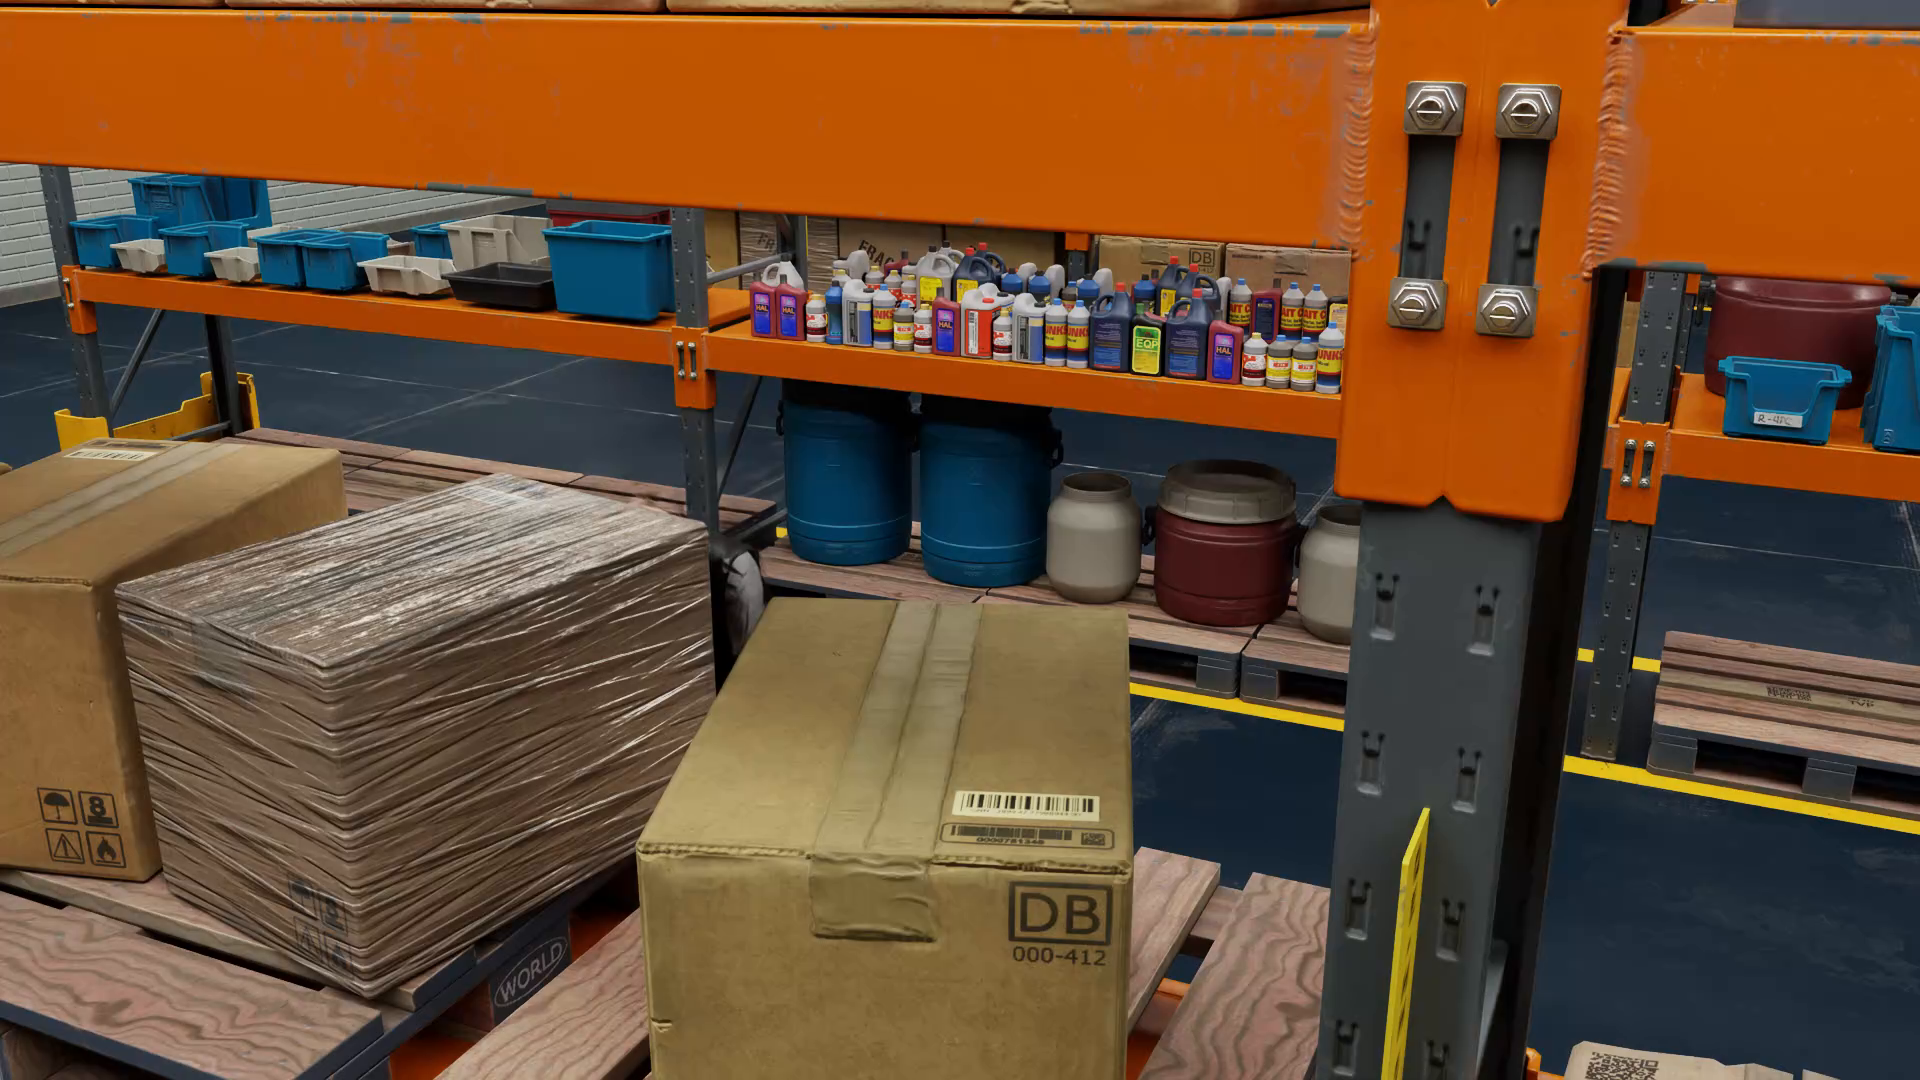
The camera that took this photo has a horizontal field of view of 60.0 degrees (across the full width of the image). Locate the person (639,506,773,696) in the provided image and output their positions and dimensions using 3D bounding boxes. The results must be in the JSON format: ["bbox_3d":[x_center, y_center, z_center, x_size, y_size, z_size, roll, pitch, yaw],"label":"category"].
[{"bbox_3d":[-0.792,0.495,5.153,0.592,1.405,0.708,8,21,23],"label":"person"}]
